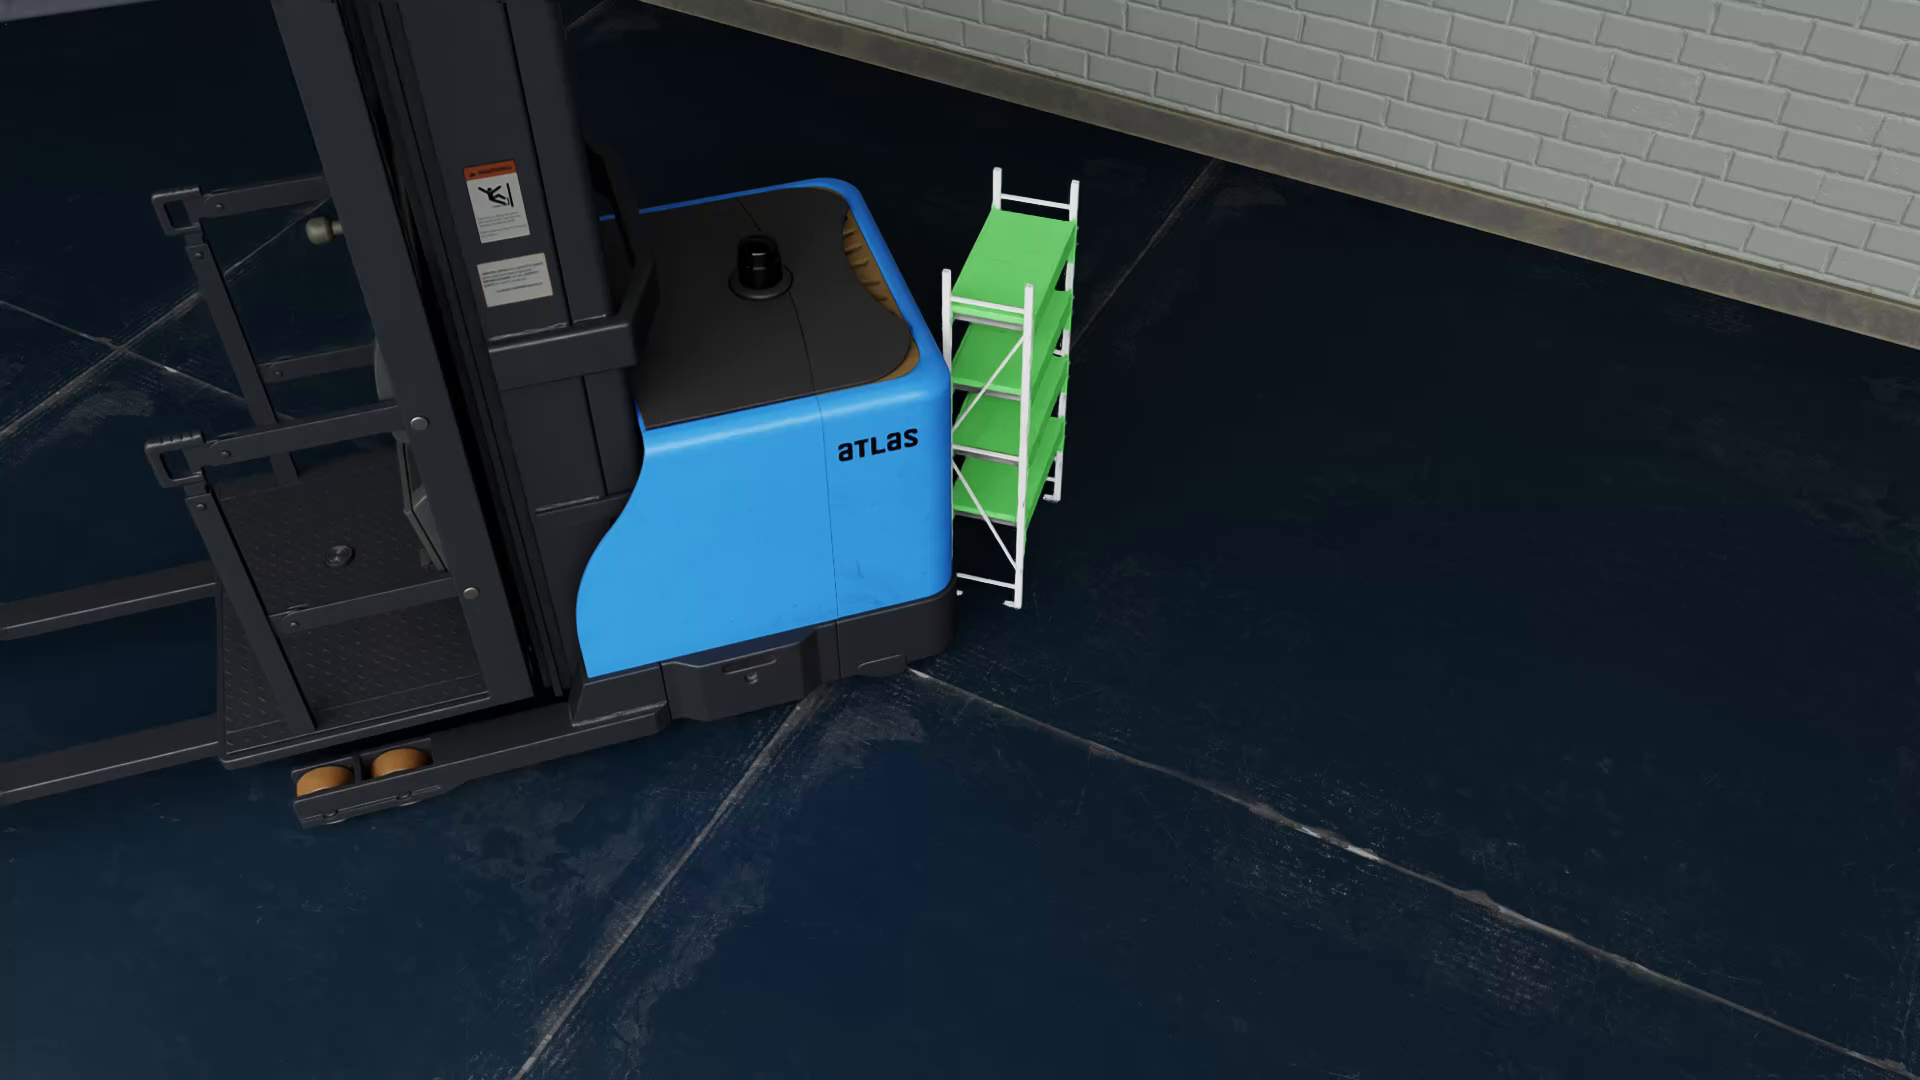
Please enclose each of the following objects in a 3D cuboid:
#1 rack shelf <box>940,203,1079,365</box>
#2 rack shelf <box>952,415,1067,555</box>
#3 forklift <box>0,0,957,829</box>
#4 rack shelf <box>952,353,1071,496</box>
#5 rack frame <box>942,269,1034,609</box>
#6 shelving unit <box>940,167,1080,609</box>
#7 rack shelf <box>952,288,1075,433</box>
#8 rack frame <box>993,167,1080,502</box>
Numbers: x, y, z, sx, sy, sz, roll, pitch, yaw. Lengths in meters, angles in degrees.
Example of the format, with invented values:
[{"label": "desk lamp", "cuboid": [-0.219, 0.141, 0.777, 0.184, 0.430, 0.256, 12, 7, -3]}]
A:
[{"label": "rack shelf", "cuboid": [0.140, -0.701, 4.515, 0.258, 0.148, 0.480, 12, 47, 11]}, {"label": "rack shelf", "cuboid": [0.140, -0.195, 5.027, 0.258, 0.148, 0.480, 12, 47, 11]}, {"label": "forklift", "cuboid": [-1.584, -0.687, 3.868, 3.031, 2.935, 1.130, -13, 47, -13]}, {"label": "rack shelf", "cuboid": [0.140, -0.364, 4.856, 0.258, 0.148, 0.480, 12, 47, 11]}, {"label": "rack frame", "cuboid": [0.071, -0.242, 4.646, 0.240, 1.200, 0.015, 12, 47, 11]}, {"label": "shelving unit", "cuboid": [0.140, -0.409, 4.811, 0.258, 1.200, 0.503, 12, 47, 11]}, {"label": "rack shelf", "cuboid": [0.140, -0.533, 4.685, 0.258, 0.148, 0.480, 12, 47, 11]}, {"label": "rack frame", "cuboid": [0.209, -0.575, 4.975, 0.240, 1.200, 0.015, 12, 47, 11]}]
